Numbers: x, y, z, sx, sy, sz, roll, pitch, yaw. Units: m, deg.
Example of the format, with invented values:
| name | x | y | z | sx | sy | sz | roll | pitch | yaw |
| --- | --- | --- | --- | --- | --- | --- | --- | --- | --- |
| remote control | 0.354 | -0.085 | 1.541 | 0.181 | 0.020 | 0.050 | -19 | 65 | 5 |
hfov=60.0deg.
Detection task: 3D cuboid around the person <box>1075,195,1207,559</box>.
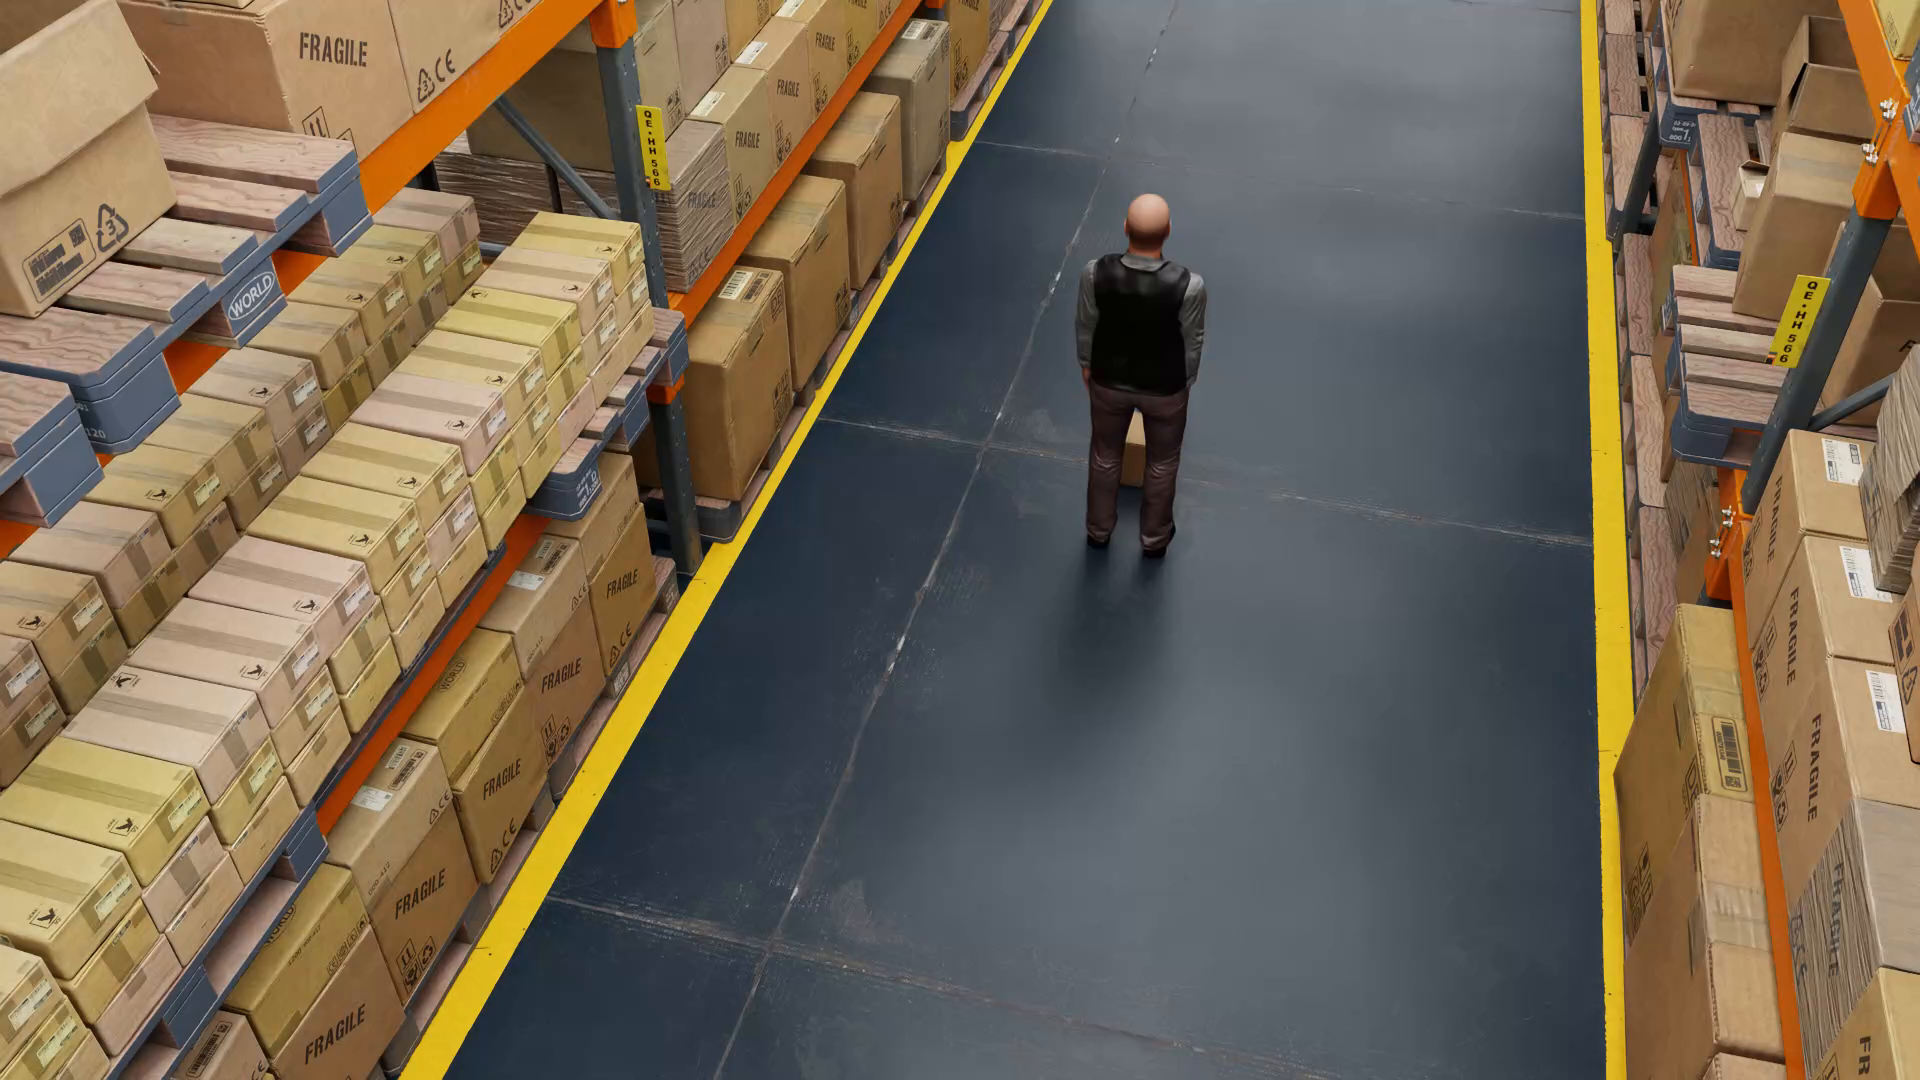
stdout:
| name | x | y | z | sx | sy | sz | roll | pitch | yaw |
| --- | --- | --- | --- | --- | --- | --- | --- | --- | --- |
| person | 0.734 | -0.670 | 6.963 | 0.533 | 1.714 | 0.358 | 11 | 42 | 12 |
